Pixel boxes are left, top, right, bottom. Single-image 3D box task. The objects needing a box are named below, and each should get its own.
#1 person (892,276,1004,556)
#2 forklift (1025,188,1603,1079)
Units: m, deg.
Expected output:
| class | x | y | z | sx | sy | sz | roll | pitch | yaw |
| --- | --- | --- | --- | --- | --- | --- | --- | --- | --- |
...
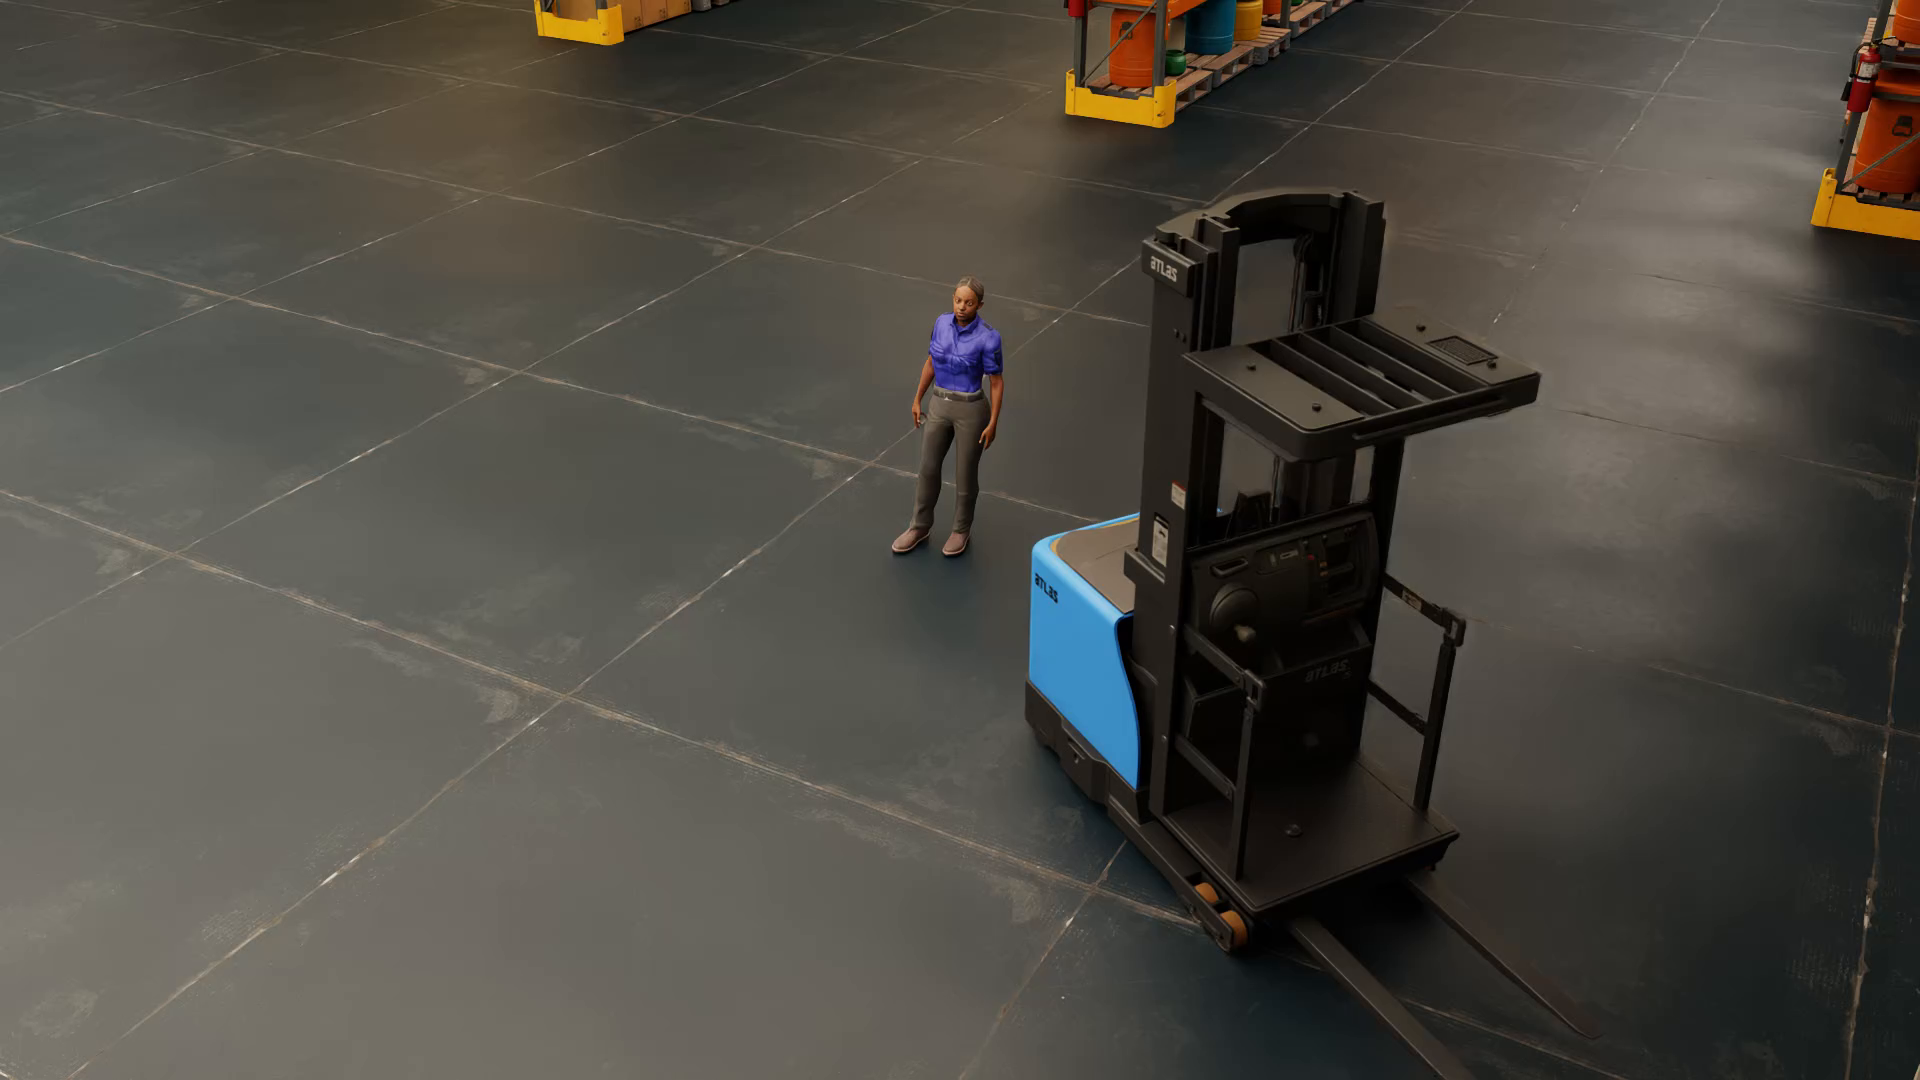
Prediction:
| class | x | y | z | sx | sy | sz | roll | pitch | yaw |
| --- | --- | --- | --- | --- | --- | --- | --- | --- | --- |
| person | -0.060 | -0.690 | 9.527 | 0.569 | 1.655 | 0.504 | 15 | 33 | 25 |
| forklift | 1.450 | 0.203 | 6.718 | 1.130 | 2.935 | 3.031 | -15 | 33 | -24 |
